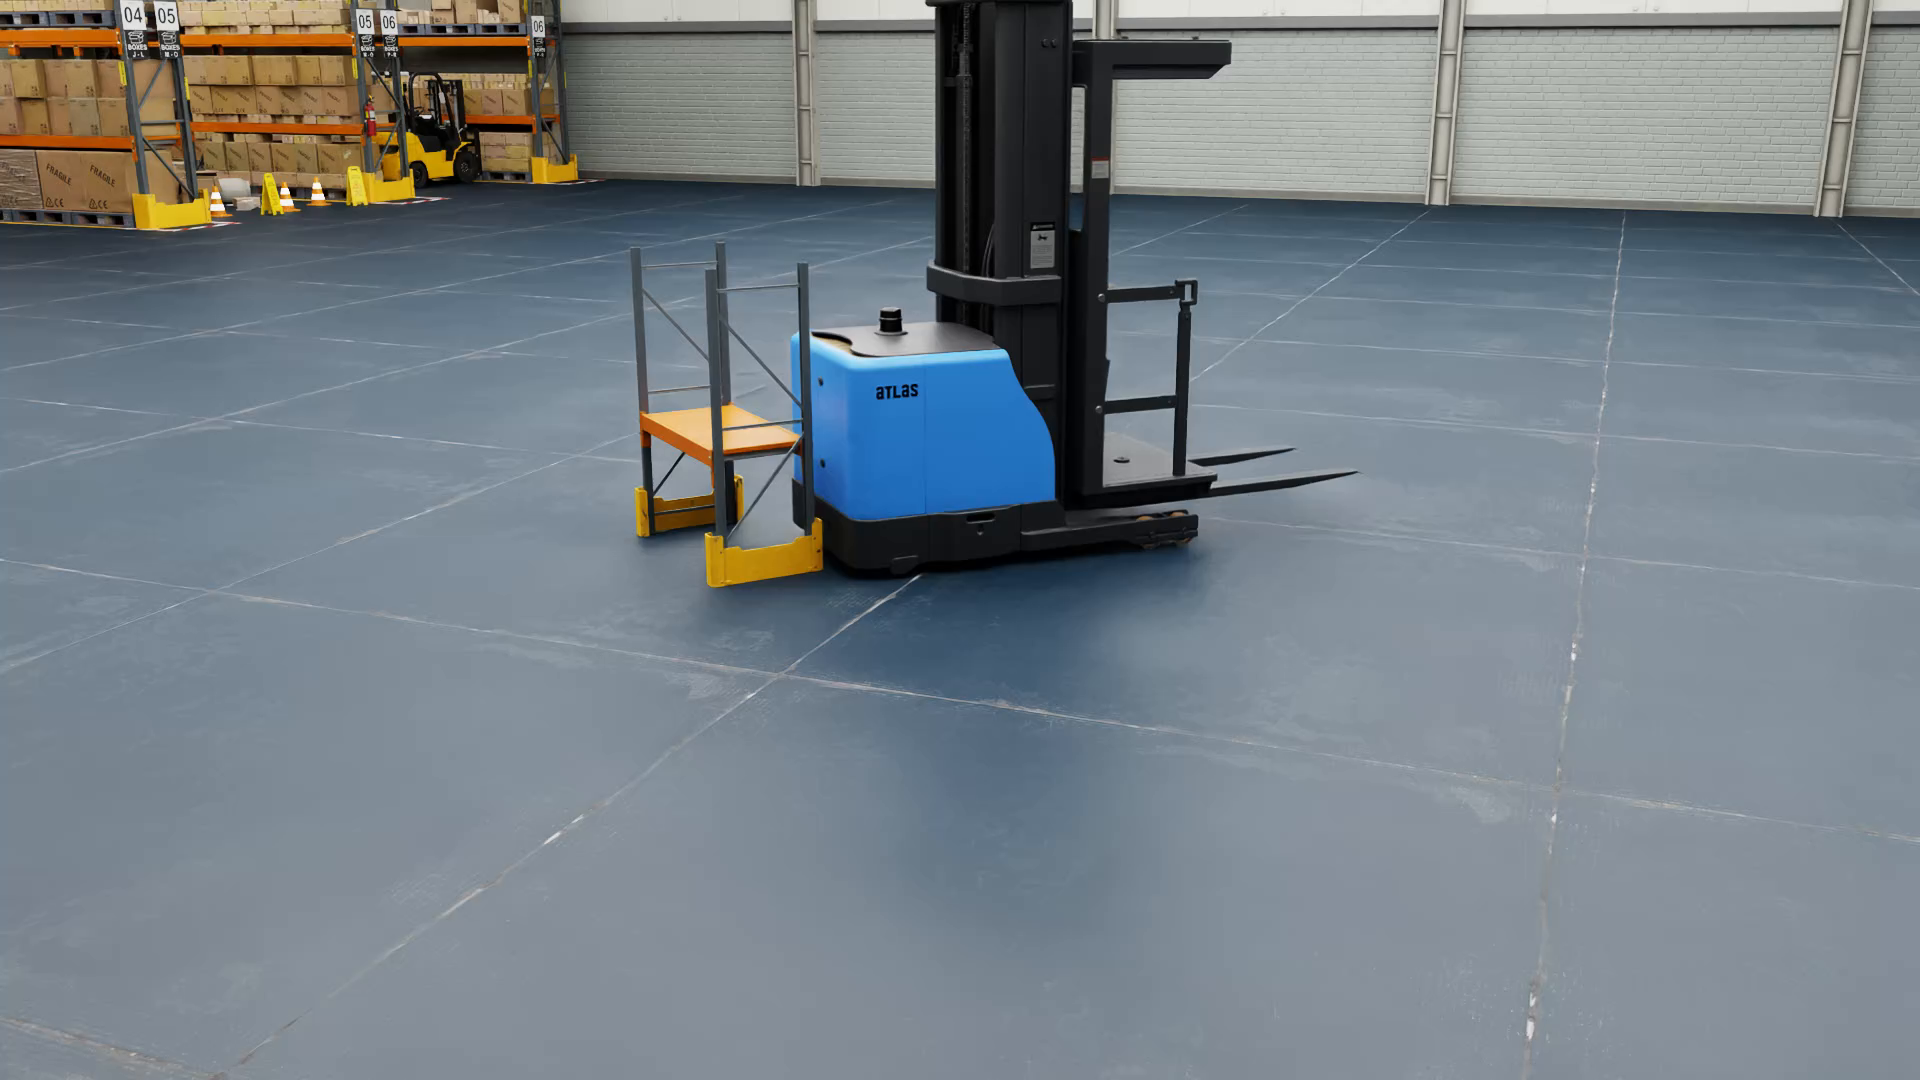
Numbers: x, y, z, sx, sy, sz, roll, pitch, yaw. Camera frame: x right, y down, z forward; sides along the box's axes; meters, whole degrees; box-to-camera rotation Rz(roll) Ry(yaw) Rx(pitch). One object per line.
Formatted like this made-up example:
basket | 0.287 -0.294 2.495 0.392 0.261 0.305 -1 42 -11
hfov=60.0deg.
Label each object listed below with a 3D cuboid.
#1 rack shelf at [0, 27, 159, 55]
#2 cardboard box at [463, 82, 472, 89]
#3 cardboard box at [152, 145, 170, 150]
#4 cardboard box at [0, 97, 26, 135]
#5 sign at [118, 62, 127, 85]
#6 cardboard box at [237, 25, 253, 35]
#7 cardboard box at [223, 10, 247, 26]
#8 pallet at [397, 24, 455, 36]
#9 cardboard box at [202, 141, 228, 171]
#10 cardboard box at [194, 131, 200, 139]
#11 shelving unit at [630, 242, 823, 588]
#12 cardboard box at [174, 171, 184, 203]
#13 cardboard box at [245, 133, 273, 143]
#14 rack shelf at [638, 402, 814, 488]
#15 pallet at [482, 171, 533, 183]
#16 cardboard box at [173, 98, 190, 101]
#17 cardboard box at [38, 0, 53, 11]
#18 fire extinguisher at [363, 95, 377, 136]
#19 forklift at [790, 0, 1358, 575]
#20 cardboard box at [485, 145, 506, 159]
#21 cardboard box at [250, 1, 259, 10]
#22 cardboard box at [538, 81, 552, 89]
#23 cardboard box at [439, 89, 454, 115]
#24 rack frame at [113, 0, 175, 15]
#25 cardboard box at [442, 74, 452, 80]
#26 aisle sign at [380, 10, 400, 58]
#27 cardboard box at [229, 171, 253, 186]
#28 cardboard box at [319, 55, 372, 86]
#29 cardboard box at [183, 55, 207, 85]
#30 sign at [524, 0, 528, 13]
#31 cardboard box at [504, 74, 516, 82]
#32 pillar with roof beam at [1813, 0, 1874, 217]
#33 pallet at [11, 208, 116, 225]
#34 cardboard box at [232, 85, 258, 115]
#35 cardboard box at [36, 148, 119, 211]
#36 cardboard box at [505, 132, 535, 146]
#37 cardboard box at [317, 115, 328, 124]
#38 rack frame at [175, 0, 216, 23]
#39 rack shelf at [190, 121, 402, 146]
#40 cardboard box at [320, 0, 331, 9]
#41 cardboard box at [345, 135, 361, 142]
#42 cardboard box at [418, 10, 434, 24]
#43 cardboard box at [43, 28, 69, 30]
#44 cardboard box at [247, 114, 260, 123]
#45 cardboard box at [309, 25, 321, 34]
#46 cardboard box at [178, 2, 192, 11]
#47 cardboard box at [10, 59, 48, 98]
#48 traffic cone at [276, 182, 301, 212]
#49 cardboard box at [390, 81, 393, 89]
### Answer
rack shelf | -13.639 -7.452 24.874 4.000 0.370 1.077 6 17 21
cardboard box | -9.866 -9.182 33.578 0.250 0.149 0.380 6 17 21
cardboard box | -17.593 -8.697 36.980 0.500 0.500 0.500 6 17 19
cardboard box | -14.173 -6.463 25.287 0.550 0.550 0.875 6 17 21
sign | -11.991 -6.683 23.813 0.005 0.325 0.100 6 17 21
cardboard box | -12.411 -8.926 29.109 0.250 0.149 0.380 6 17 20
cardboard box | -12.524 -9.146 29.154 0.500 0.250 0.500 6 17 21
pallet | -11.157 -10.461 34.107 1.213 0.211 1.003 6 17 21
cardboard box | -13.328 -6.967 30.125 0.500 0.500 0.500 7 18 23
cardboard box | -16.727 -8.909 36.547 0.250 0.149 0.380 6 17 19
shelving unit | -1.188 -0.663 8.268 0.587 1.500 1.083 -9 18 -29
cardboard box | -13.493 -5.930 27.953 0.503 0.637 0.797 6 17 21
cardboard box | -12.503 -7.171 29.666 0.250 0.149 0.380 7 18 24
rack shelf | -1.183 -0.488 8.311 0.538 0.185 1.000 -9 18 -29
pallet | -8.966 -7.463 34.001 1.213 0.211 1.003 6 17 21
cardboard box | -14.292 -8.236 30.198 0.500 0.500 0.500 6 17 20
cardboard box | -13.160 -7.773 24.204 0.250 0.149 0.380 6 17 20
fire extinguisher | -10.119 -7.278 28.504 0.183 0.674 0.296 6 17 21
forklift | 0.682 -1.490 8.550 3.031 2.935 1.130 -7 18 -23
cardboard box | -9.269 -7.879 33.714 0.500 0.250 0.500 6 17 20
cardboard box | -12.128 -9.304 28.983 0.250 0.149 0.380 7 17 22
cardboard box | -8.459 -9.196 33.627 0.250 0.149 0.380 6 17 19
cardboard box | -10.221 -8.921 33.844 0.500 0.500 0.500 6 17 21
rack frame | -11.779 -9.034 23.651 0.127 3.000 1.000 6 17 21
cardboard box | -10.306 -9.404 33.812 0.250 0.149 0.380 6 17 21
aisle sign | -9.885 -8.769 28.837 0.004 0.787 0.394 6 17 21
cardboard box | -12.827 -6.555 30.052 0.500 0.250 0.500 7 18 24
cardboard box | -10.612 -8.114 28.735 0.500 0.500 0.700 6 17 19
cardboard box | -13.448 -8.426 29.811 0.500 0.500 0.700 6 17 20
sign | -8.451 -10.423 32.370 0.005 0.325 0.100 6 17 21
cardboard box | -8.890 -9.236 33.232 0.250 0.149 0.380 6 17 21
pillar with roof beam | 12.191 -8.349 21.292 0.400 9.000 9.100 6 17 21
pallet | -13.682 -5.000 25.519 1.213 0.211 1.003 6 17 21
cardboard box | -12.533 -7.830 29.550 0.500 0.500 0.500 6 17 20
cardboard box | -13.253 -5.476 25.213 0.875 0.875 0.875 6 17 20
cardboard box | -8.782 -8.062 33.450 0.500 0.250 0.500 7 18 22
cardboard box | -10.990 -7.338 29.020 0.250 0.149 0.380 6 17 20
rack frame | -13.778 -10.737 29.518 0.127 3.000 1.000 6 17 21
rack shelf | -11.917 -7.306 29.750 4.000 0.370 1.077 6 17 21
cardboard box | -10.705 -9.144 28.431 0.250 0.149 0.380 7 17 22
cardboard box | -12.449 -8.255 35.236 0.625 0.625 0.875 7 18 23
cardboard box | -10.691 -10.539 33.524 0.258 0.266 0.396 6 17 19
cardboard box | -16.621 -9.654 30.989 0.500 0.500 0.700 6 17 21
cardboard box | -12.416 -7.487 29.533 0.250 0.149 0.380 6 17 21
cardboard box | -10.969 -8.784 28.620 0.250 0.149 0.380 7 18 22
cardboard box | -13.604 -9.442 29.457 0.250 0.149 0.380 6 17 20
cardboard box | -13.667 -6.937 24.981 0.500 0.550 0.875 6 17 21
traffic cone | -11.021 -5.615 27.186 0.334 0.463 0.336 6 17 21
cardboard box | -11.518 -9.376 34.248 0.250 0.149 0.380 7 17 22
